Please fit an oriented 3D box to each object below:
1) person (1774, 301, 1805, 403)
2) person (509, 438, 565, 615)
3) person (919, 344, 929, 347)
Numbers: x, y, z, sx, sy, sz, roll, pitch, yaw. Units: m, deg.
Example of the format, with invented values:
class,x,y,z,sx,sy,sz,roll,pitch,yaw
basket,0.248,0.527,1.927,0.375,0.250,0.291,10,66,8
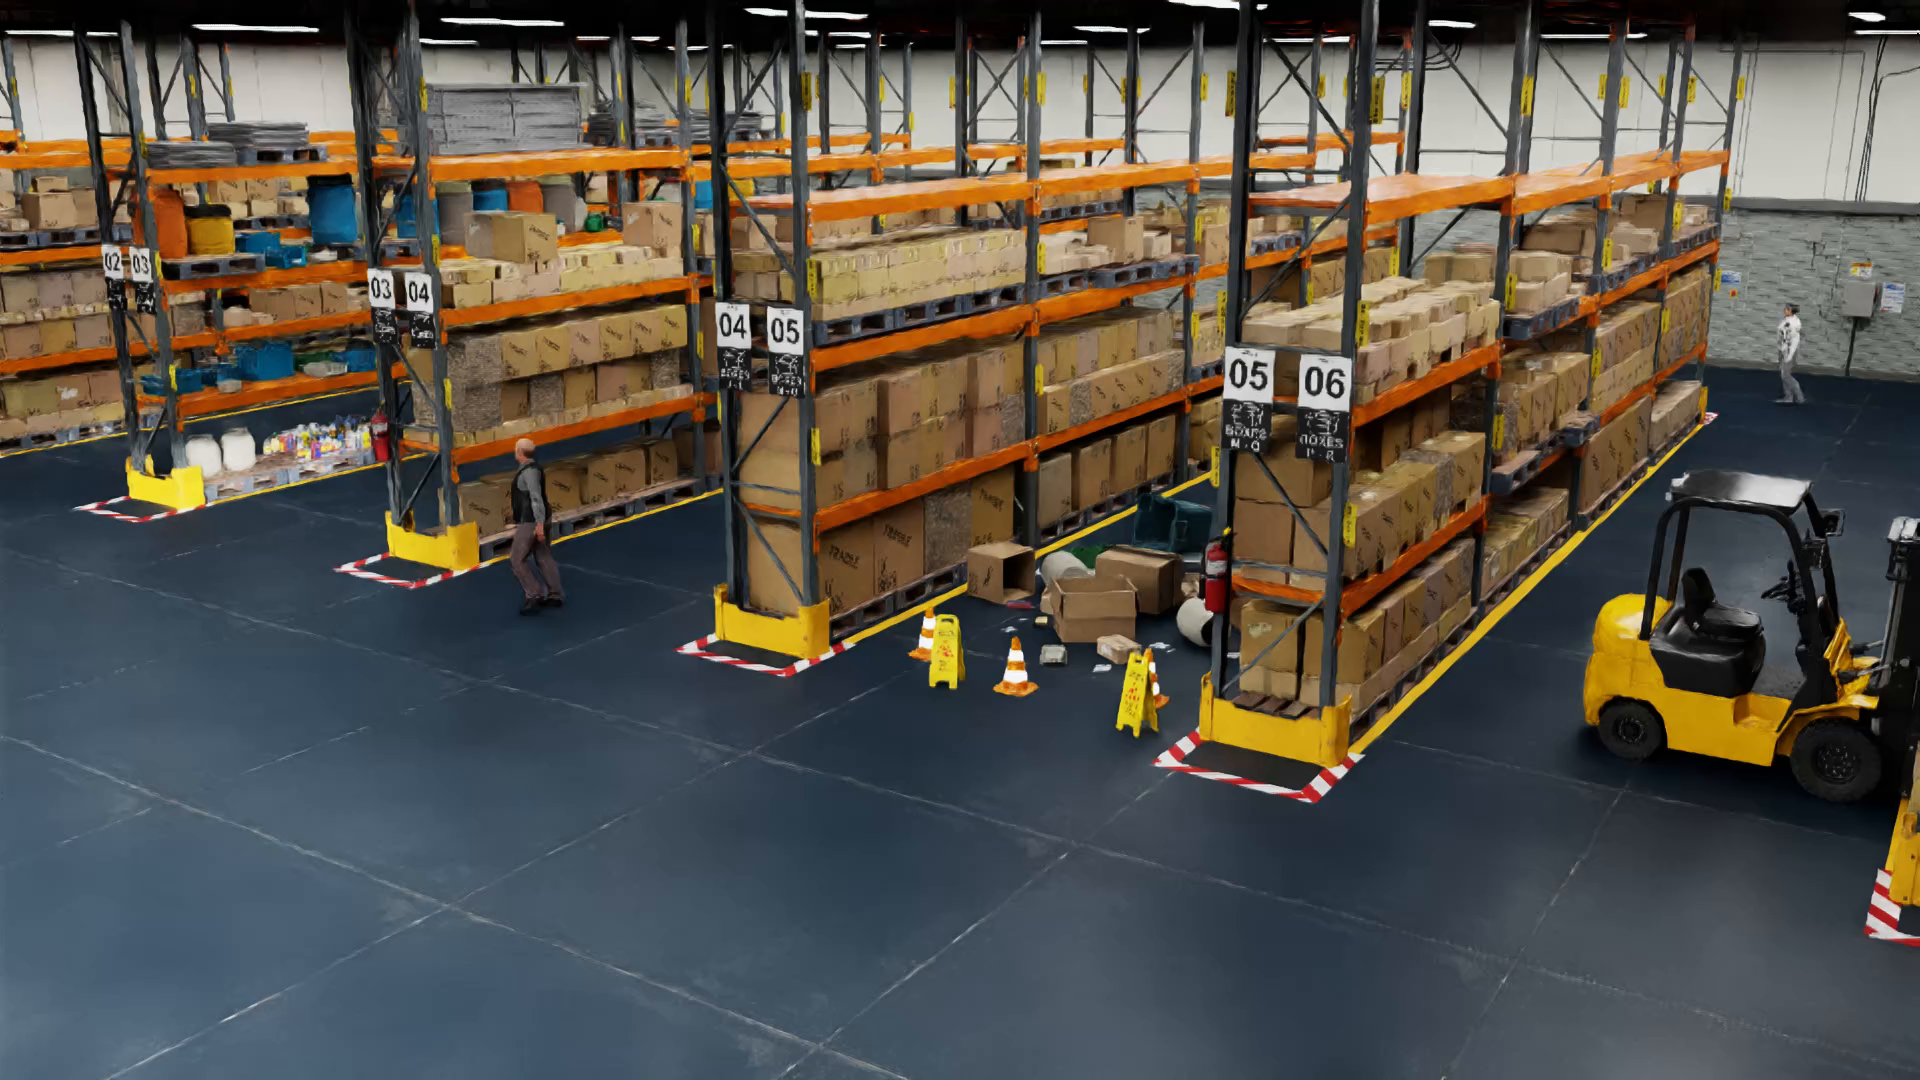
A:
class,x,y,z,sx,sy,sz,roll,pitch,yaw
person,13.520,-3.042,27.027,0.459,1.659,0.638,0,16,2
person,-4.239,-0.164,16.572,0.504,1.707,0.648,-1,16,-2
person,-0.355,-1.697,21.167,0.682,1.677,0.535,9,18,29
